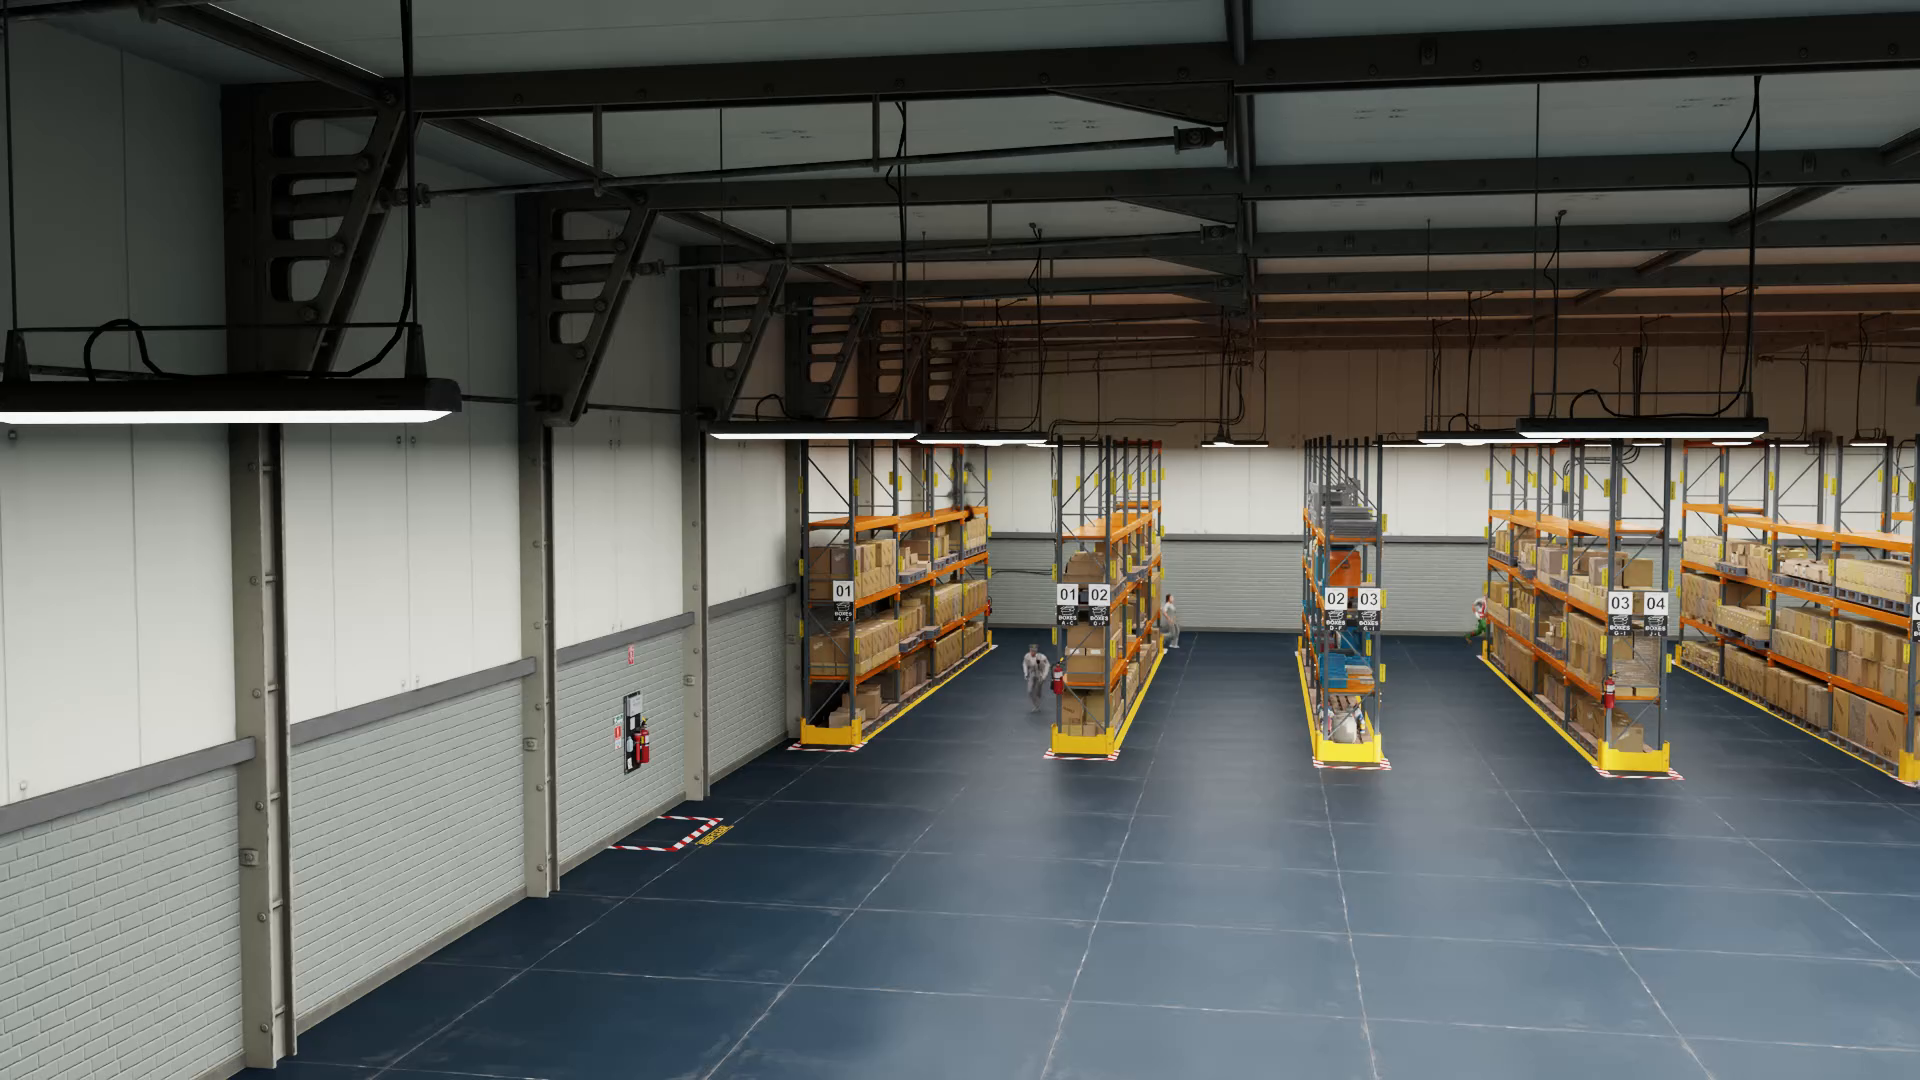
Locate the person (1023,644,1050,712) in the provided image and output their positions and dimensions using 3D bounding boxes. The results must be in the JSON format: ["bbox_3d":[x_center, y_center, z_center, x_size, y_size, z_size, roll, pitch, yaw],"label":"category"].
[{"bbox_3d":[1.703,3.012,36.599,0.626,1.512,0.964,1,3,15],"label":"person"}]

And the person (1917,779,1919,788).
[{"bbox_3d":[16.235,3.383,27.511,0.713,1.838,0.690,3,4,43],"label":"person"}]

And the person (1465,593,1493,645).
[{"bbox_3d":[14.943,2.271,47.661,0.659,1.773,1.137,-2,4,-36],"label":"person"}]

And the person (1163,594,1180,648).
[{"bbox_3d":[5.993,2.352,48.099,0.628,1.607,0.633,1,3,24],"label":"person"}]
